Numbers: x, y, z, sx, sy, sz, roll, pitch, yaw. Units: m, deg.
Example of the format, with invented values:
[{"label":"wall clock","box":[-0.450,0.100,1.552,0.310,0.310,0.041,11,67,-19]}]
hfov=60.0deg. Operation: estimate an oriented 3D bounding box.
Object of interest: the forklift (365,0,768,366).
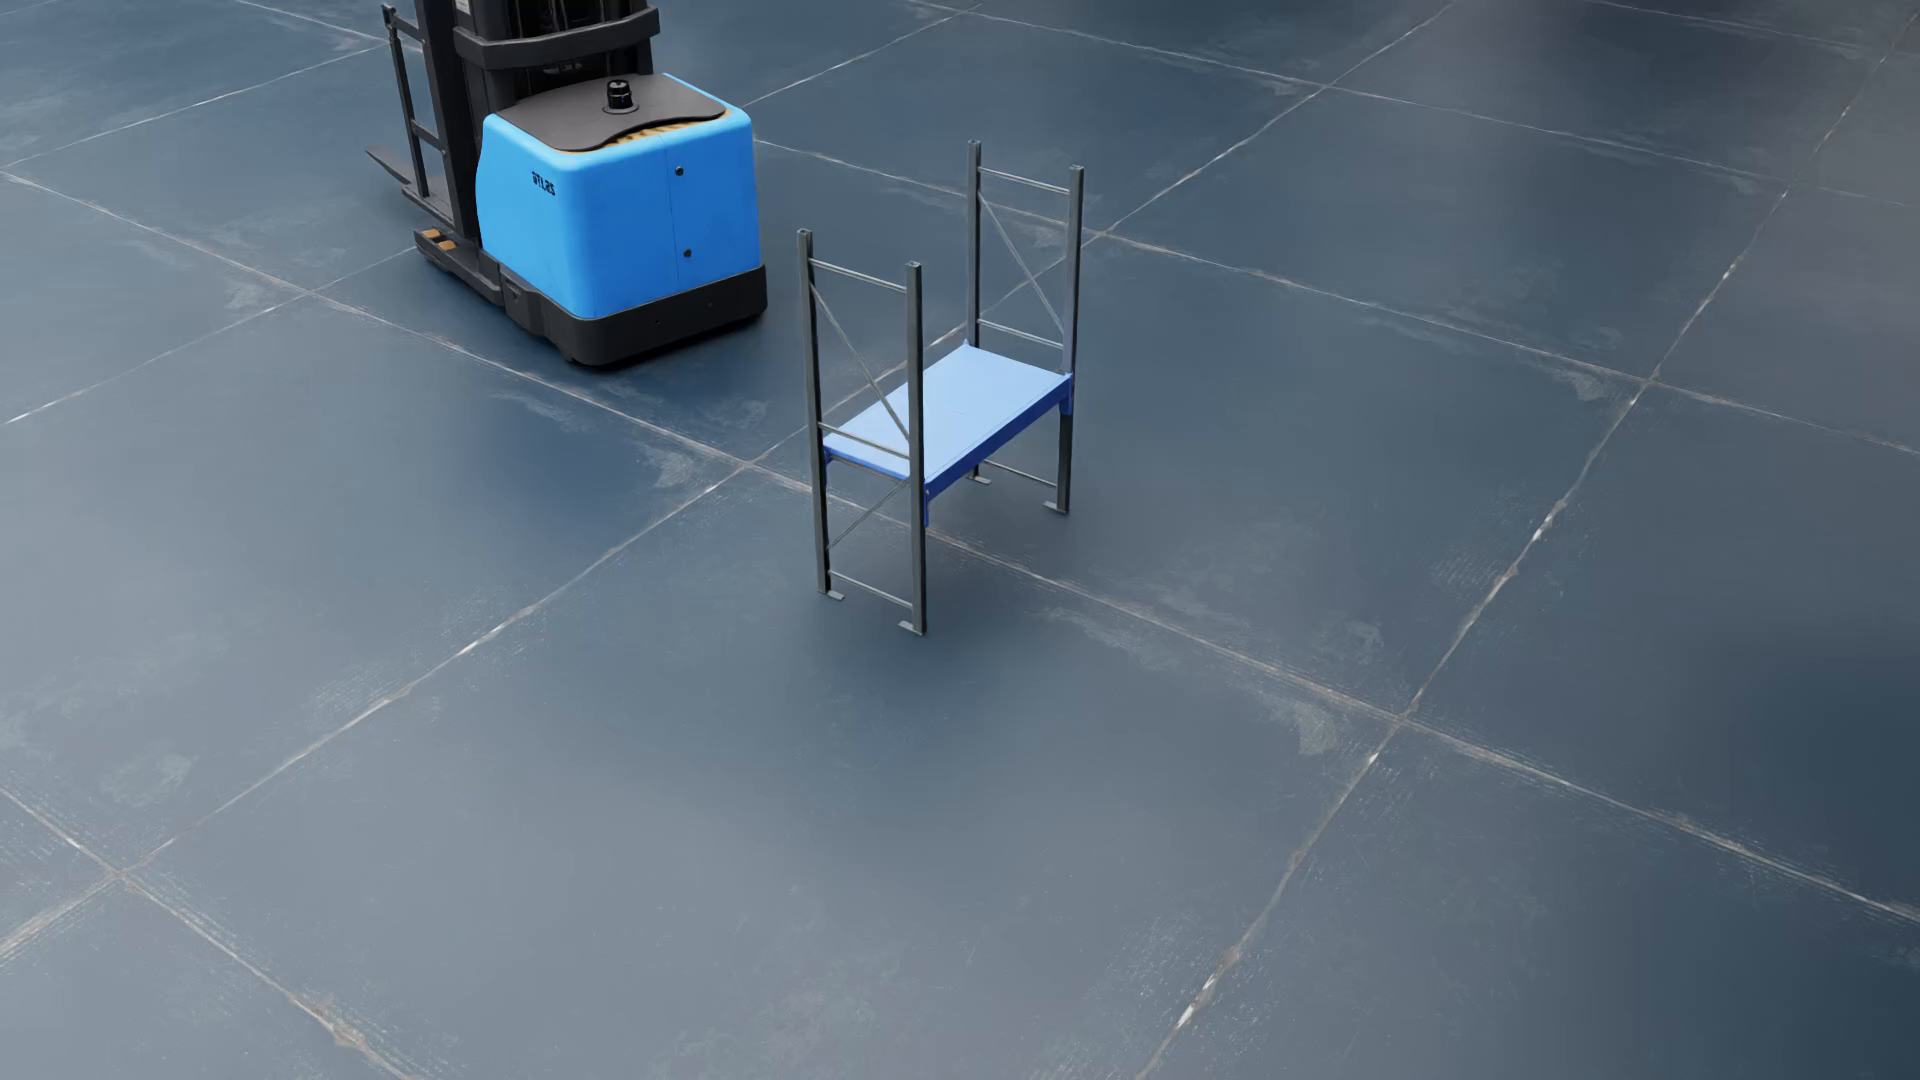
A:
[{"label":"forklift","box":[-2.282,-2.796,8.268,1.130,2.935,3.031,-24,41,-31]}]

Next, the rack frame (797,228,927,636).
[{"label":"rack frame","box":[-0.338,-0.348,5.926,0.500,1.500,0.032,21,39,28]}]

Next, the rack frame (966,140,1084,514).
[{"label":"rack frame","box":[0.241,-0.816,6.618,0.500,1.500,0.032,21,39,28]}]

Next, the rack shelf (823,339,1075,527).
[{"label":"rack shelf","box":[-0.049,-0.433,6.373,0.538,0.185,1.000,21,39,28]}]

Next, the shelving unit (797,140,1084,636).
[{"label":"shelving unit","box":[-0.049,-0.582,6.272,0.538,1.500,1.048,21,39,28]}]
